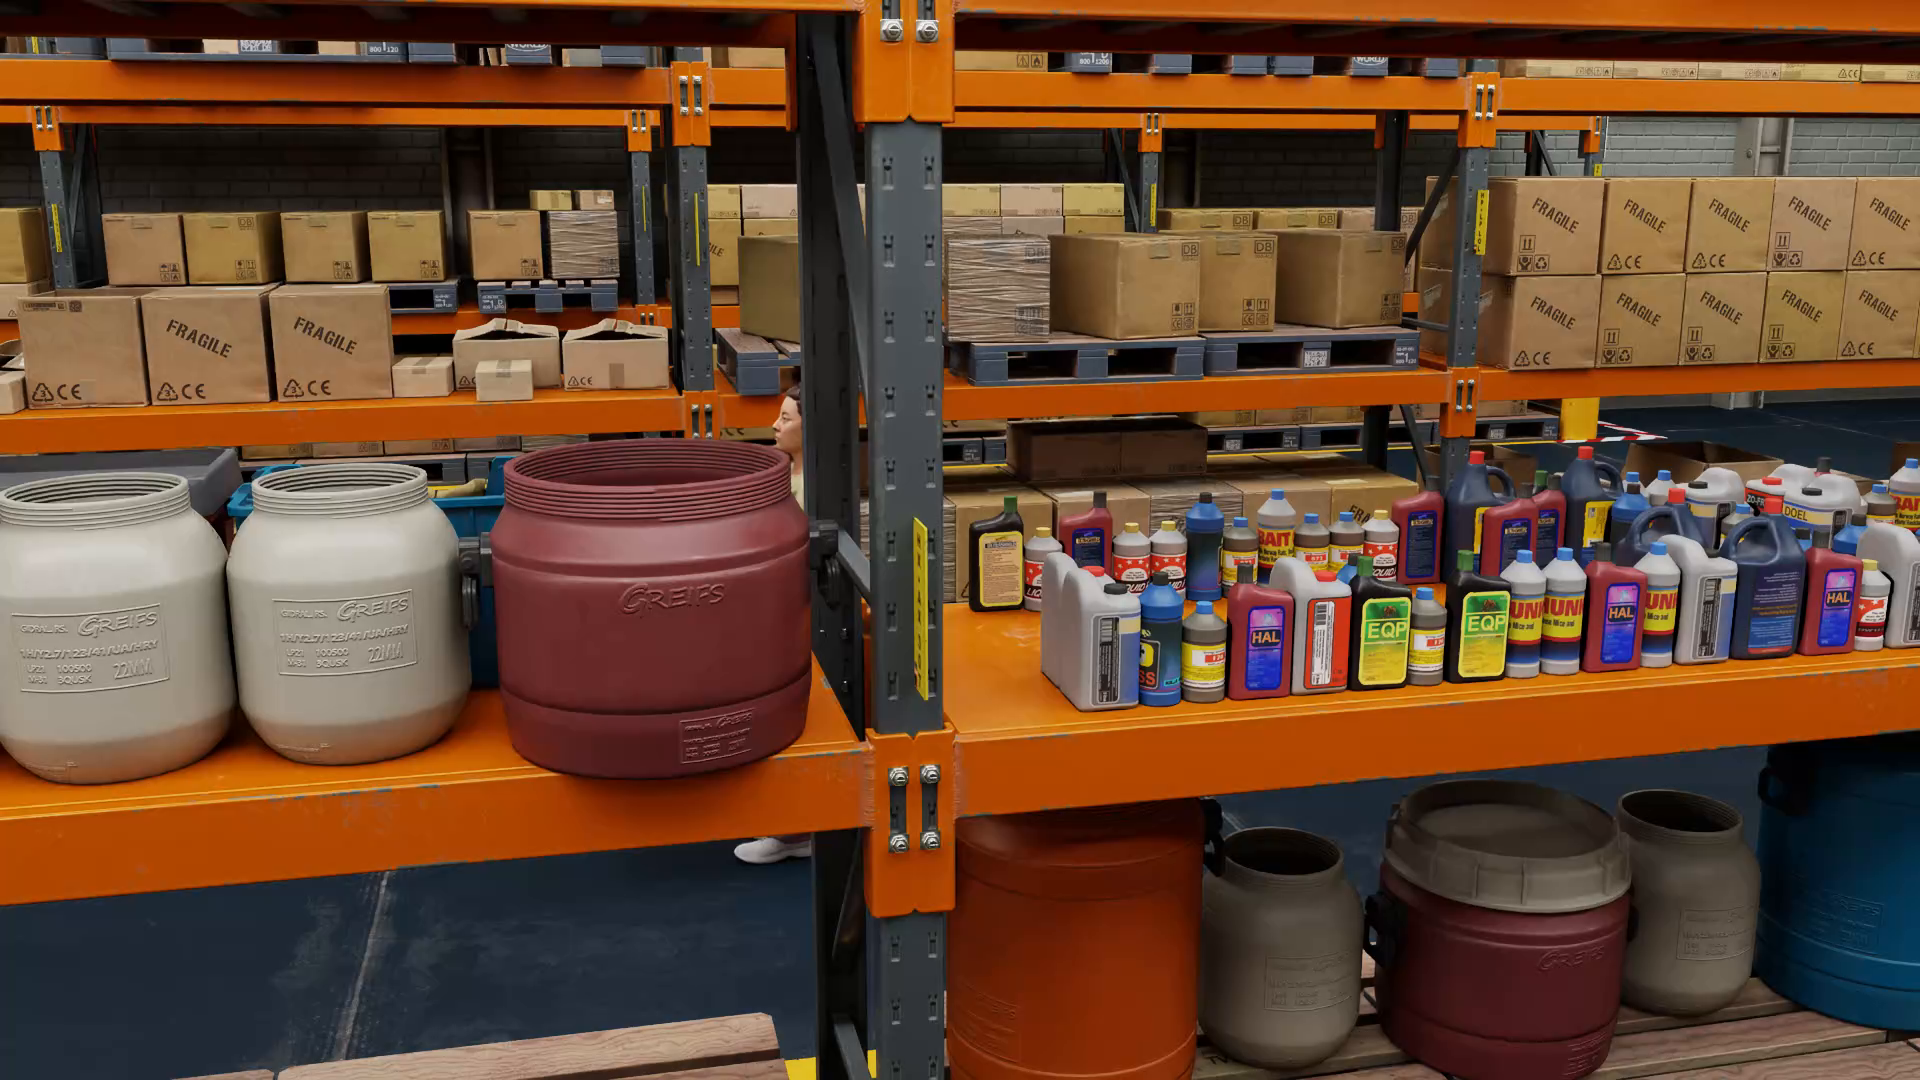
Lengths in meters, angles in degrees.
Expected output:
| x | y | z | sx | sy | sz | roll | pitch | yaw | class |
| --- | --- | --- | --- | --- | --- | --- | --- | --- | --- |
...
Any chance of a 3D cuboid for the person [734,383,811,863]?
| x | y | z | sx | sy | sz | roll | pitch | yaw | class |
| --- | --- | --- | --- | --- | --- | --- | --- | --- | --- |
| -0.635 | 0.287 | 5.753 | 0.560 | 1.663 | 0.425 | -3 | 13 | -12 | person |
